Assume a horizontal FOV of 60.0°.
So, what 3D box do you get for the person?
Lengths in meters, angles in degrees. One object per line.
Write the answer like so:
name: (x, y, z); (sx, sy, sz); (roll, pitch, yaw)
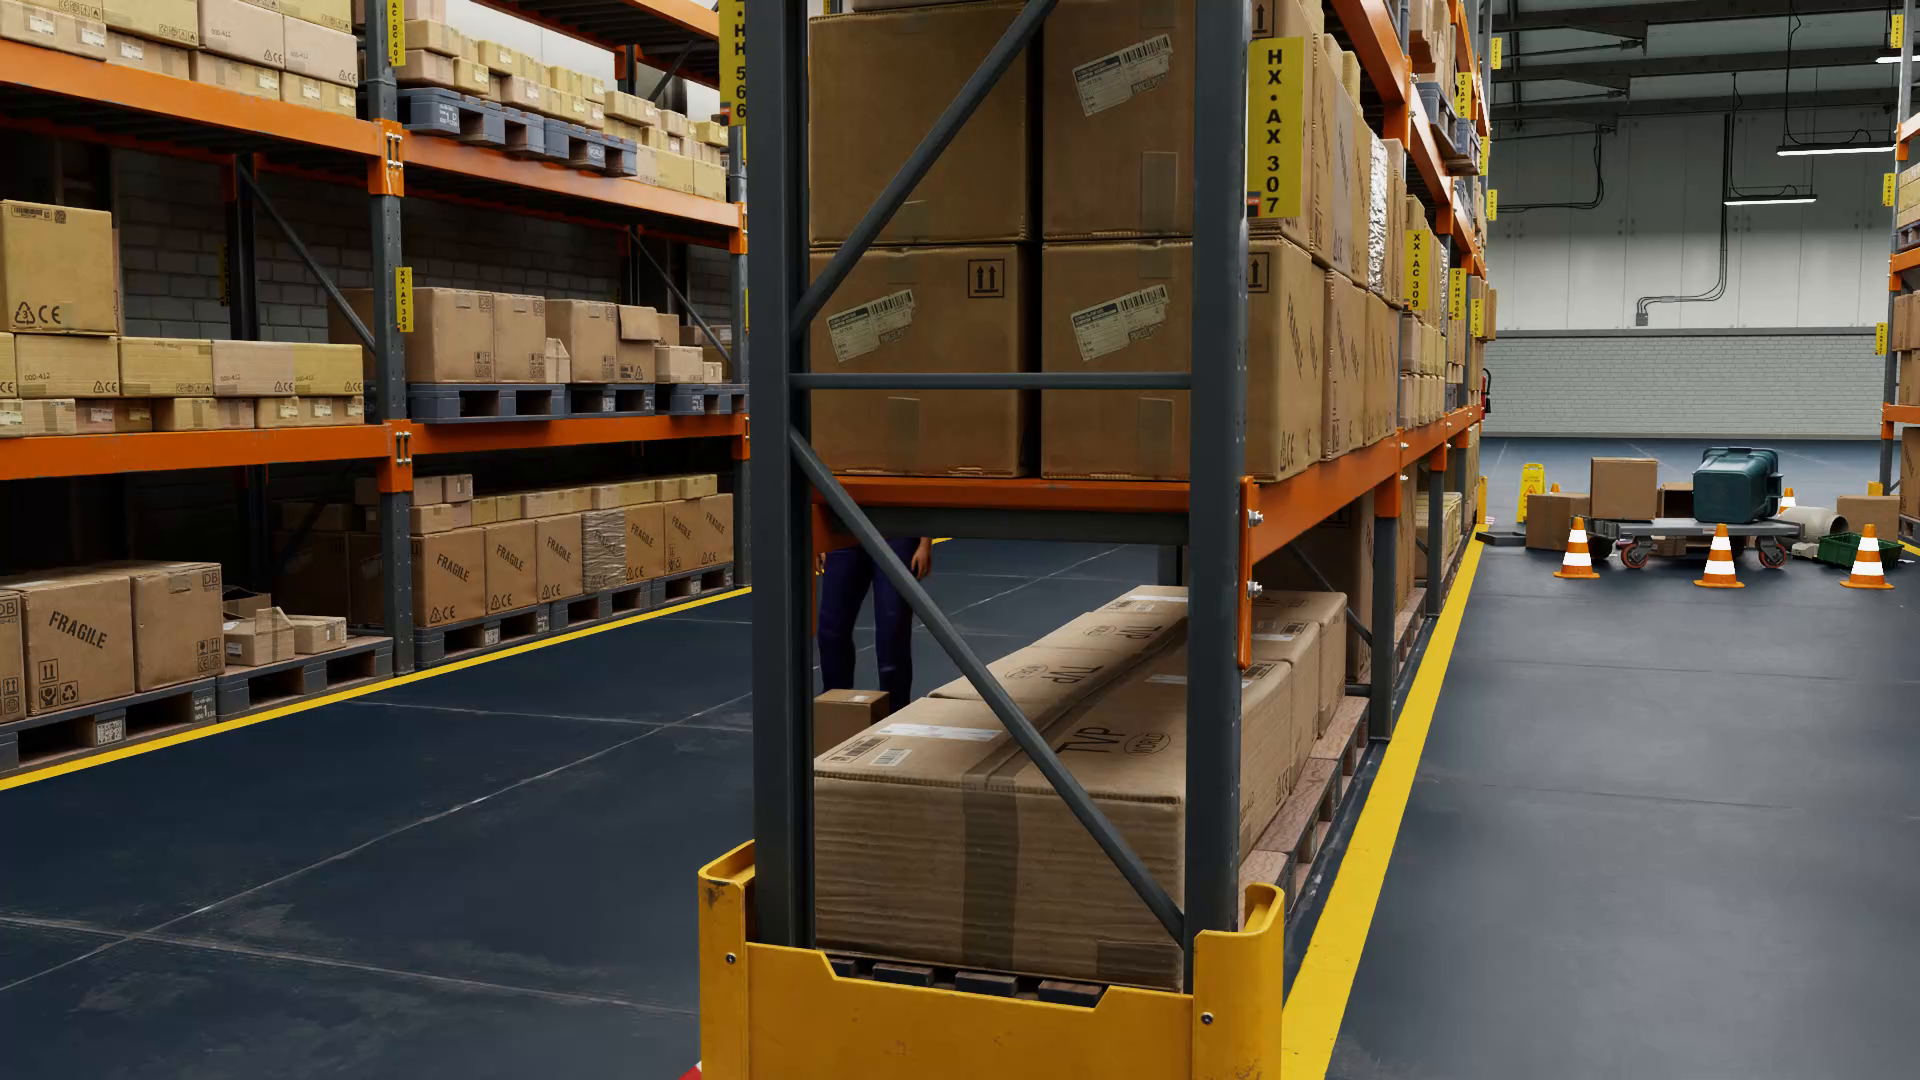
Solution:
person: (-0.380, 0.039, 6.873); (0.553, 1.650, 0.425); (1, 6, 15)
